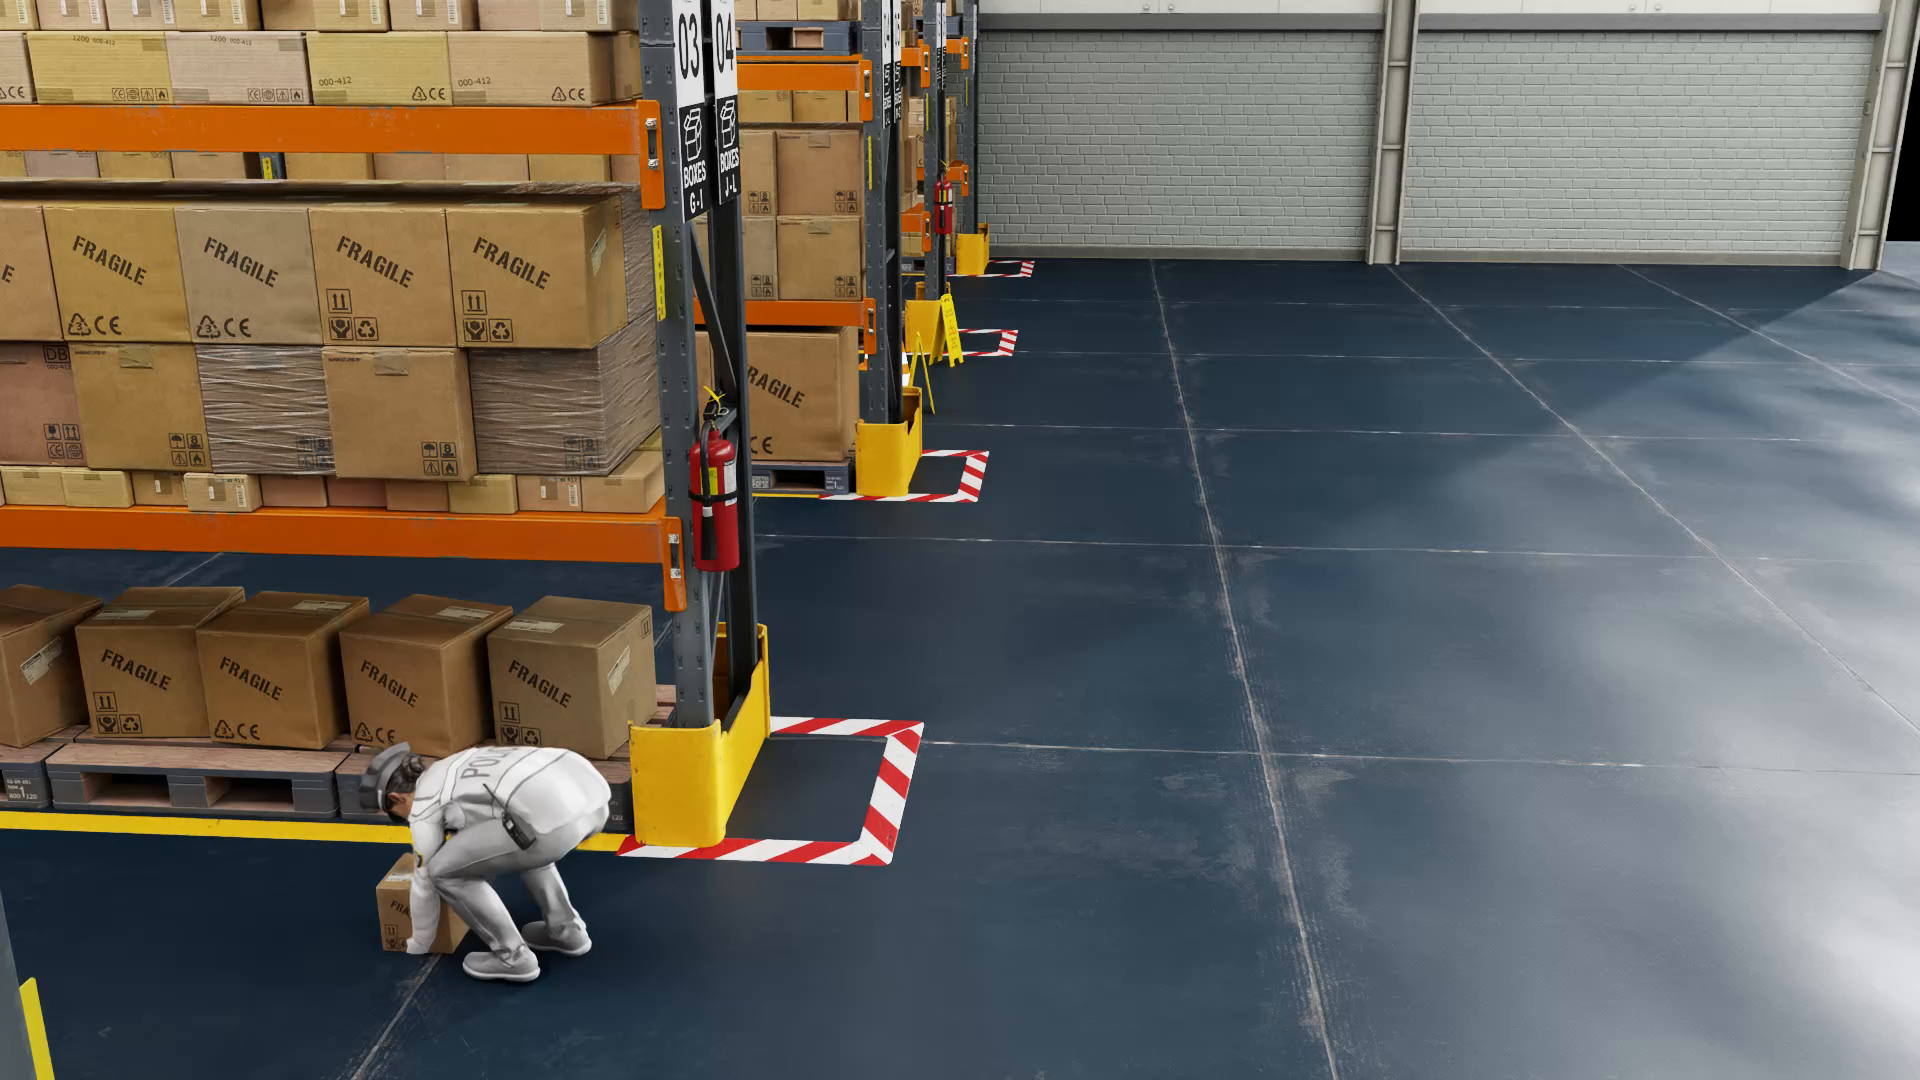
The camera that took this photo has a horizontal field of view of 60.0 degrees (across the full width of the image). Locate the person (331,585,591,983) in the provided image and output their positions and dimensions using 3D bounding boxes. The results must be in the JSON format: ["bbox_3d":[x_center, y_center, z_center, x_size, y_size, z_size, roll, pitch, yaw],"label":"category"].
[{"bbox_3d":[-1.664,0.812,5.598,0.886,1.306,0.410,8,19,23],"label":"person"}]
